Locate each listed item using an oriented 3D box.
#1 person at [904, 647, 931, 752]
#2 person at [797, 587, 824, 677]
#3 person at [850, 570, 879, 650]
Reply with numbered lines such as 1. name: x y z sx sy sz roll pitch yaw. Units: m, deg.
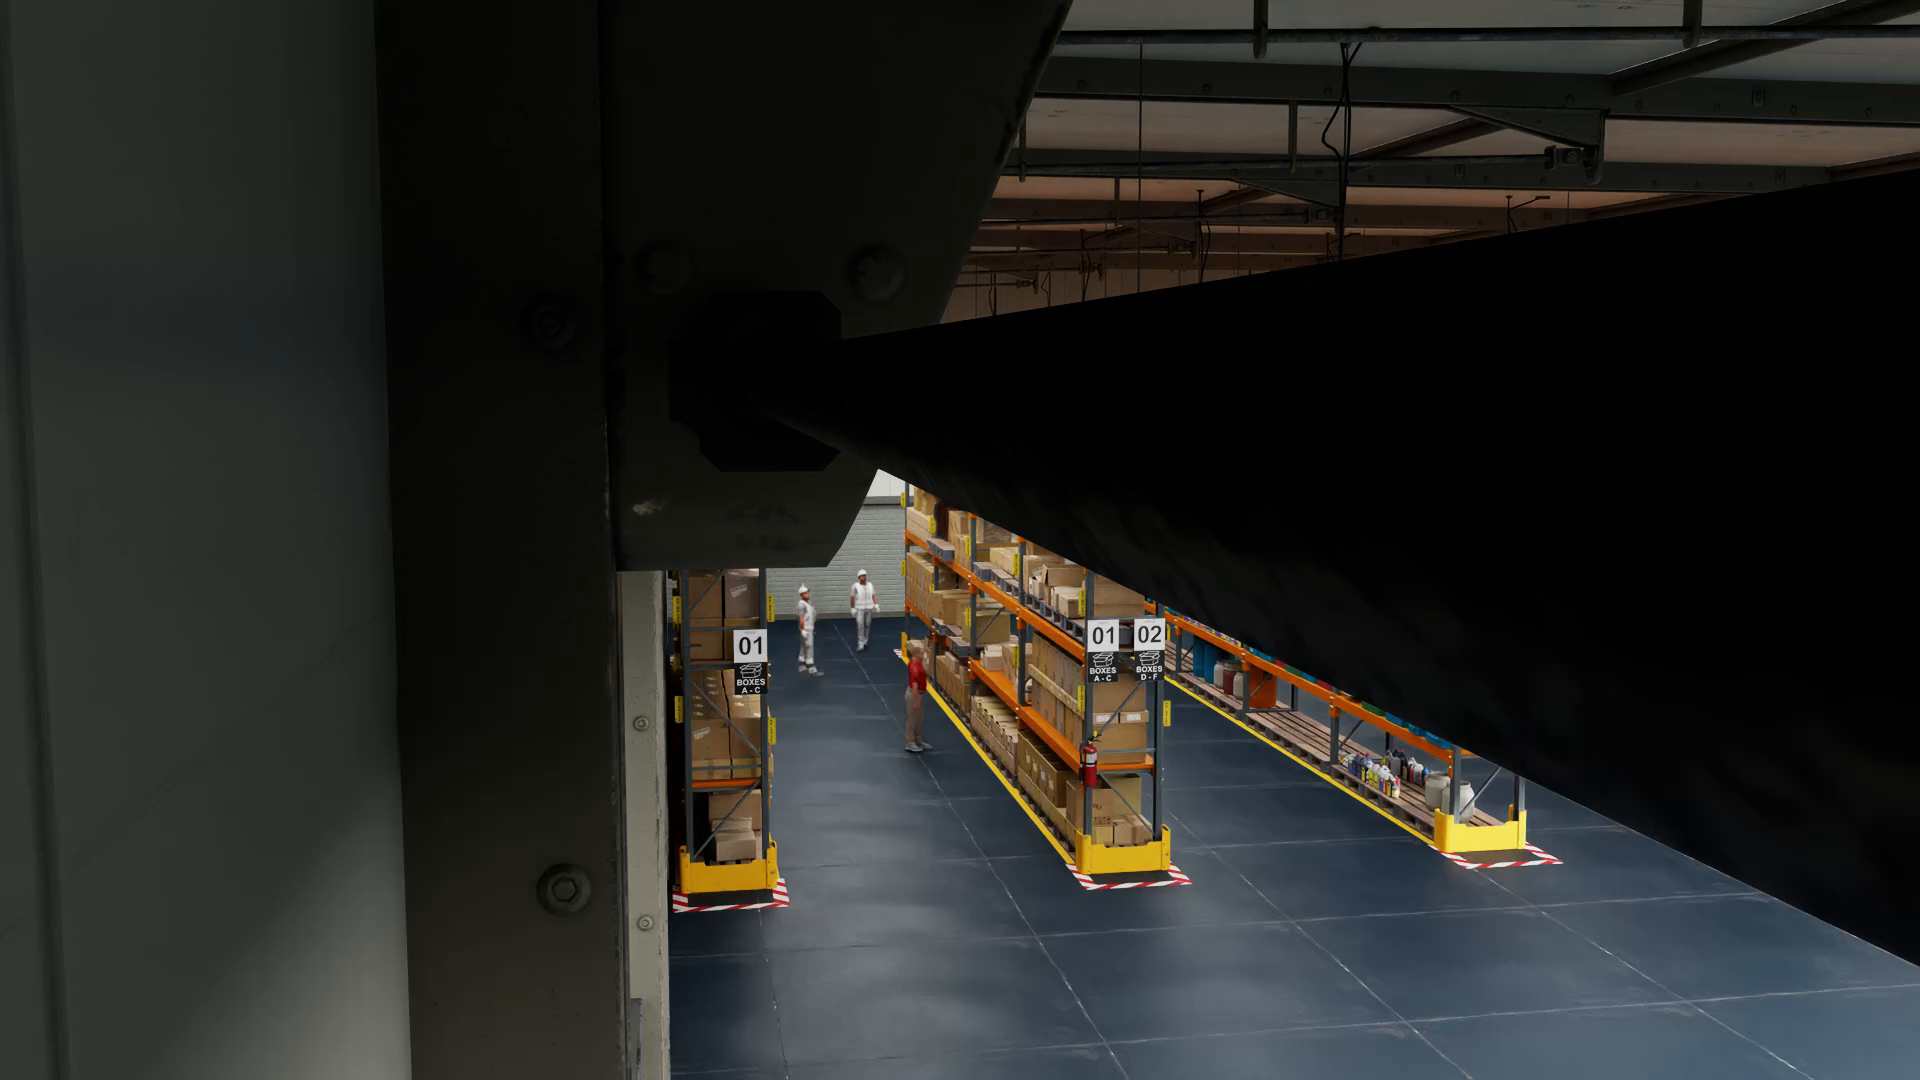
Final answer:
1. person: -0.700 2.626 27.501 0.432 1.741 0.560 0 6 0
2. person: -2.997 1.827 33.373 0.541 1.781 0.589 0 6 -3
3. person: -2.143 1.554 37.444 0.615 1.733 0.955 -2 6 -15
